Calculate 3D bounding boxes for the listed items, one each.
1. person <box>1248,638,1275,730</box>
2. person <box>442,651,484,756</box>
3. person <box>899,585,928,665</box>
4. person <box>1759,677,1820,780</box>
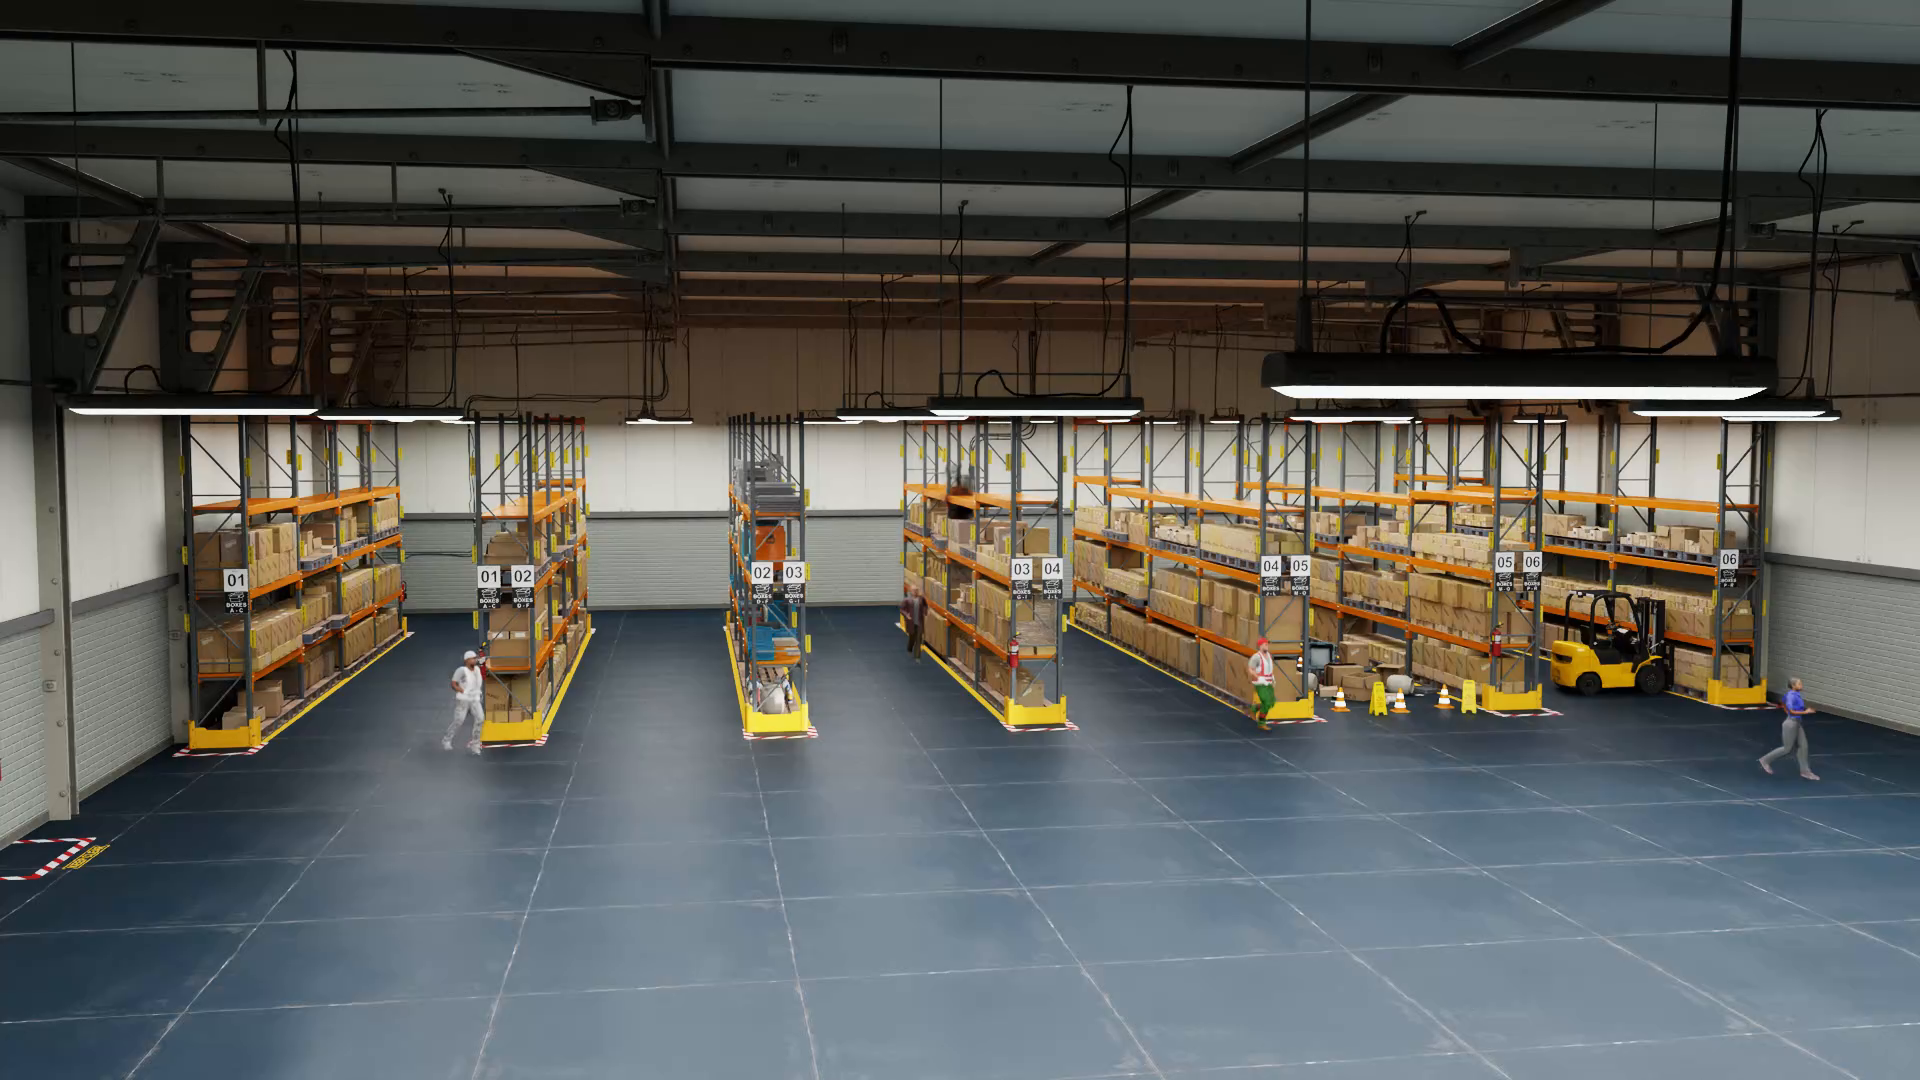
[{"bbox_3d":[5.695,2.709,31.495,0.687,1.730,0.625,-4,5,-43],"label":"person"},{"bbox_3d":[-8.640,2.854,29.281,0.805,1.804,0.742,2,5,32],"label":"person"},{"bbox_3d":[-1.038,1.946,38.479,0.710,1.794,0.858,-1,4,-14],"label":"person"},{"bbox_3d":[13.492,3.043,26.997,0.907,1.632,0.609,3,5,35],"label":"person"}]
